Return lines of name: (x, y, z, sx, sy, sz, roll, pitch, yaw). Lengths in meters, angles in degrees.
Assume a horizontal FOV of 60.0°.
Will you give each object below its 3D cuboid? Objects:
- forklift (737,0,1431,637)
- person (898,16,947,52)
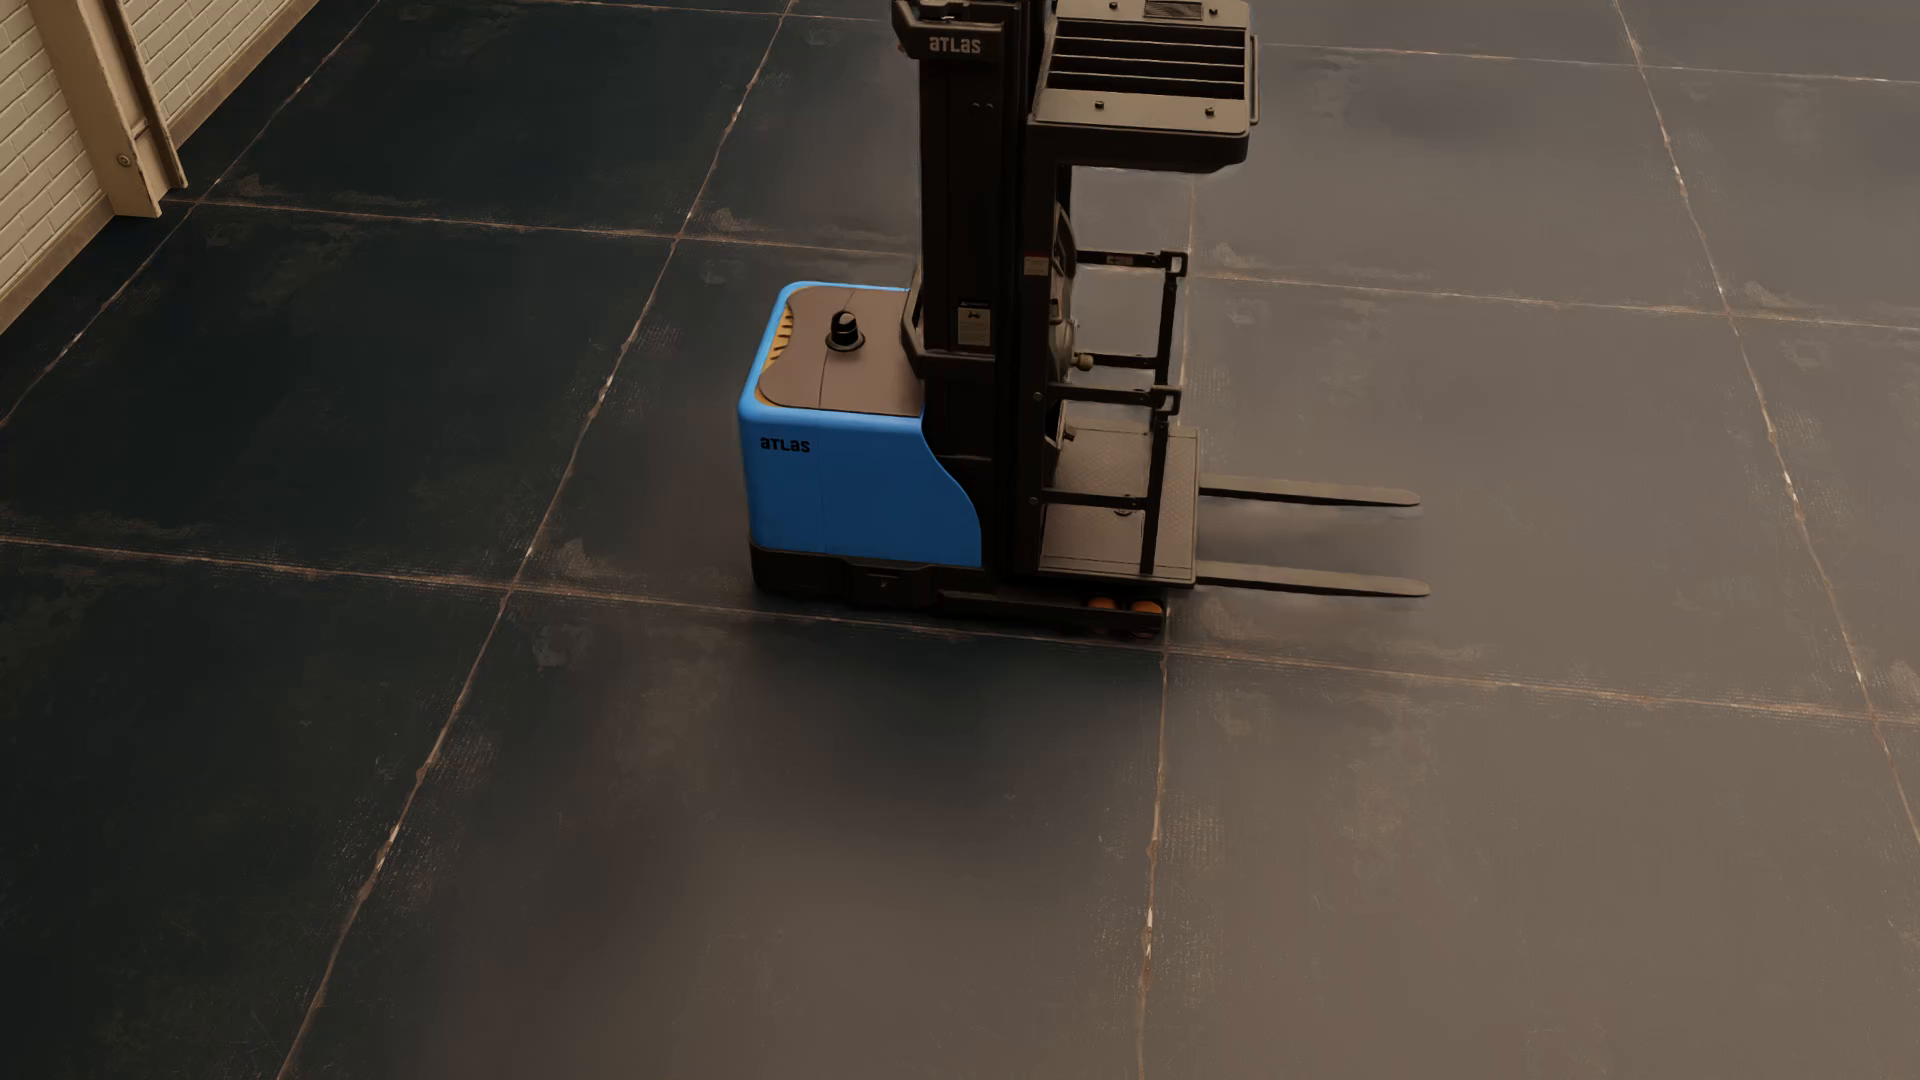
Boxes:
forklift: (0.608, -1.031, 6.847, 3.031, 2.935, 1.130, 5, 43, 5)
person: (0.103, -2.541, 9.460, 0.884, 1.644, 0.718, -2, 43, -3)
